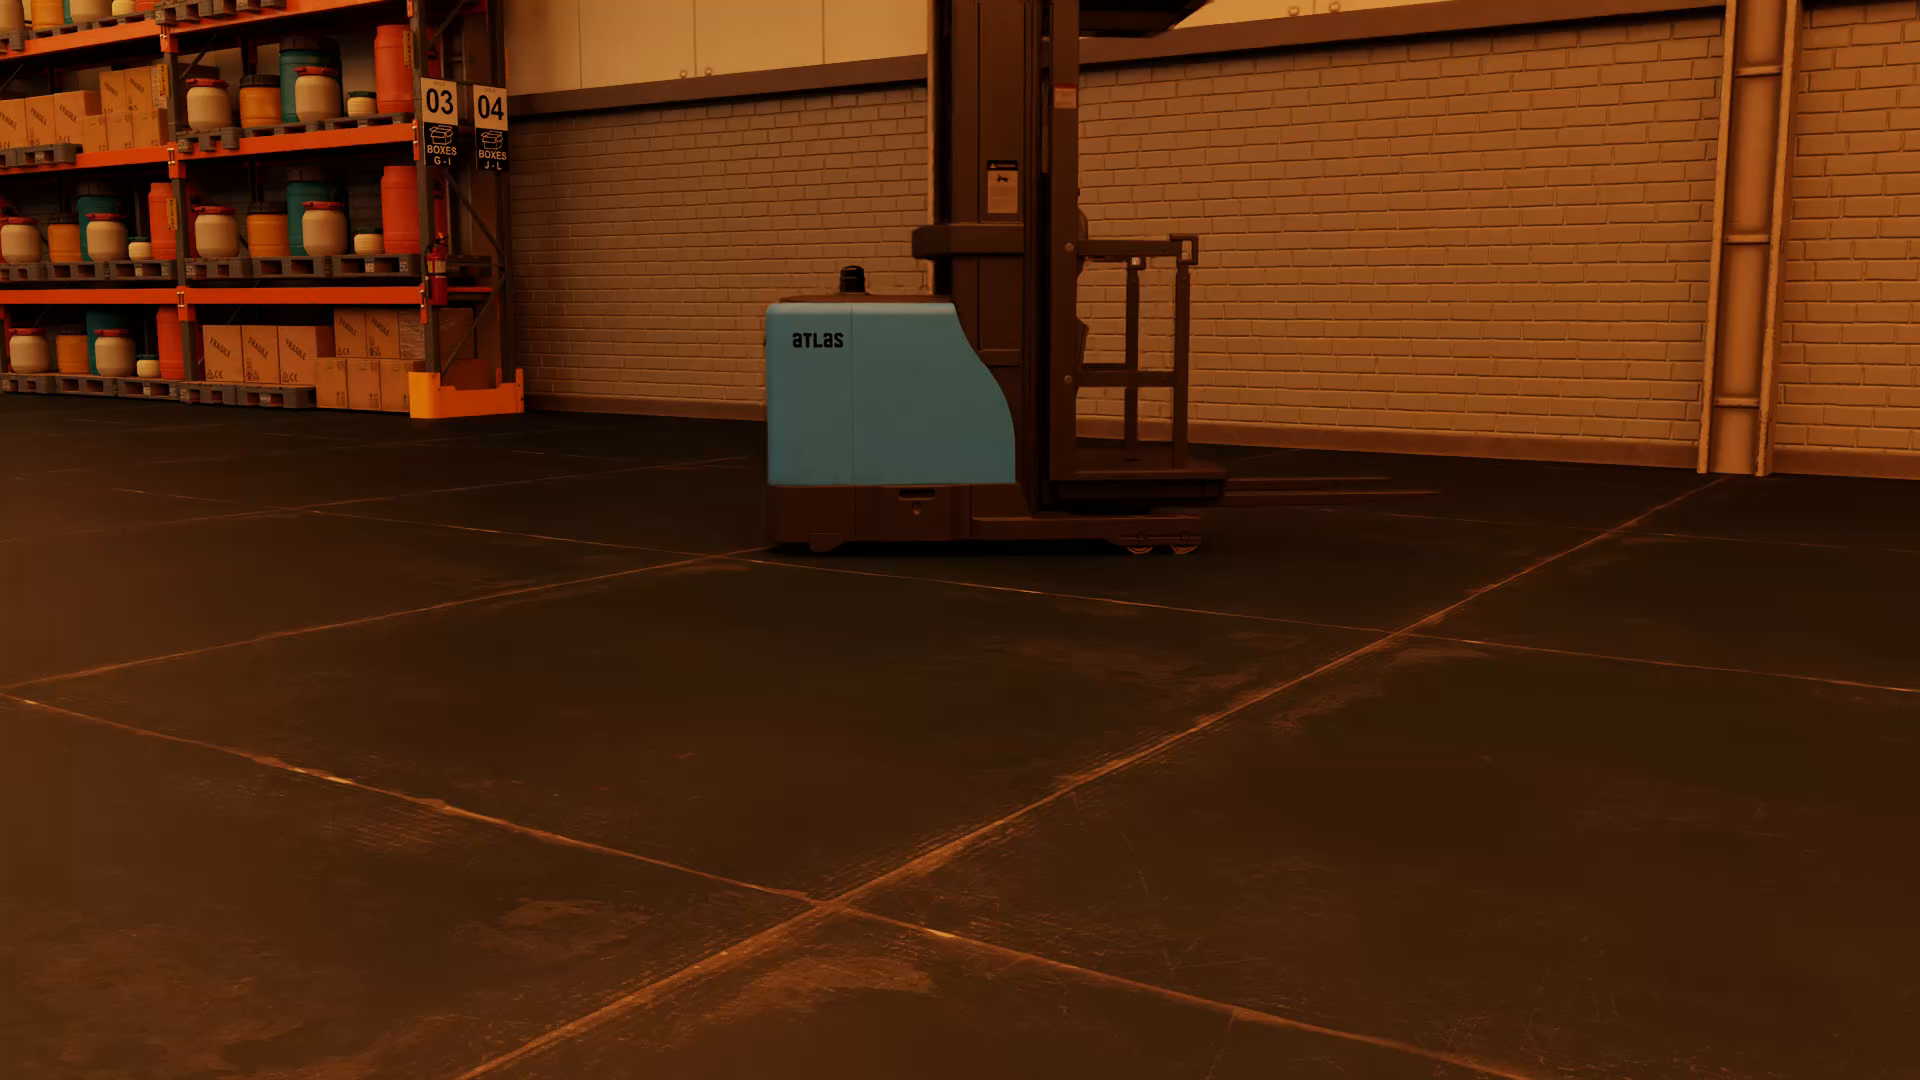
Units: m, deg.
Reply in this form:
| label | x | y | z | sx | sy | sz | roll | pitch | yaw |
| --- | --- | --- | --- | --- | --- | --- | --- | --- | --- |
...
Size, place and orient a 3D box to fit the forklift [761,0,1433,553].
| label | x | y | z | sx | sy | sz | roll | pitch | yaw |
| --- | --- | --- | --- | --- | --- | --- | --- | --- | --- |
| forklift | 0.624 | -1.469 | 7.521 | 3.031 | 2.935 | 1.130 | -1 | 8 | -9 |
